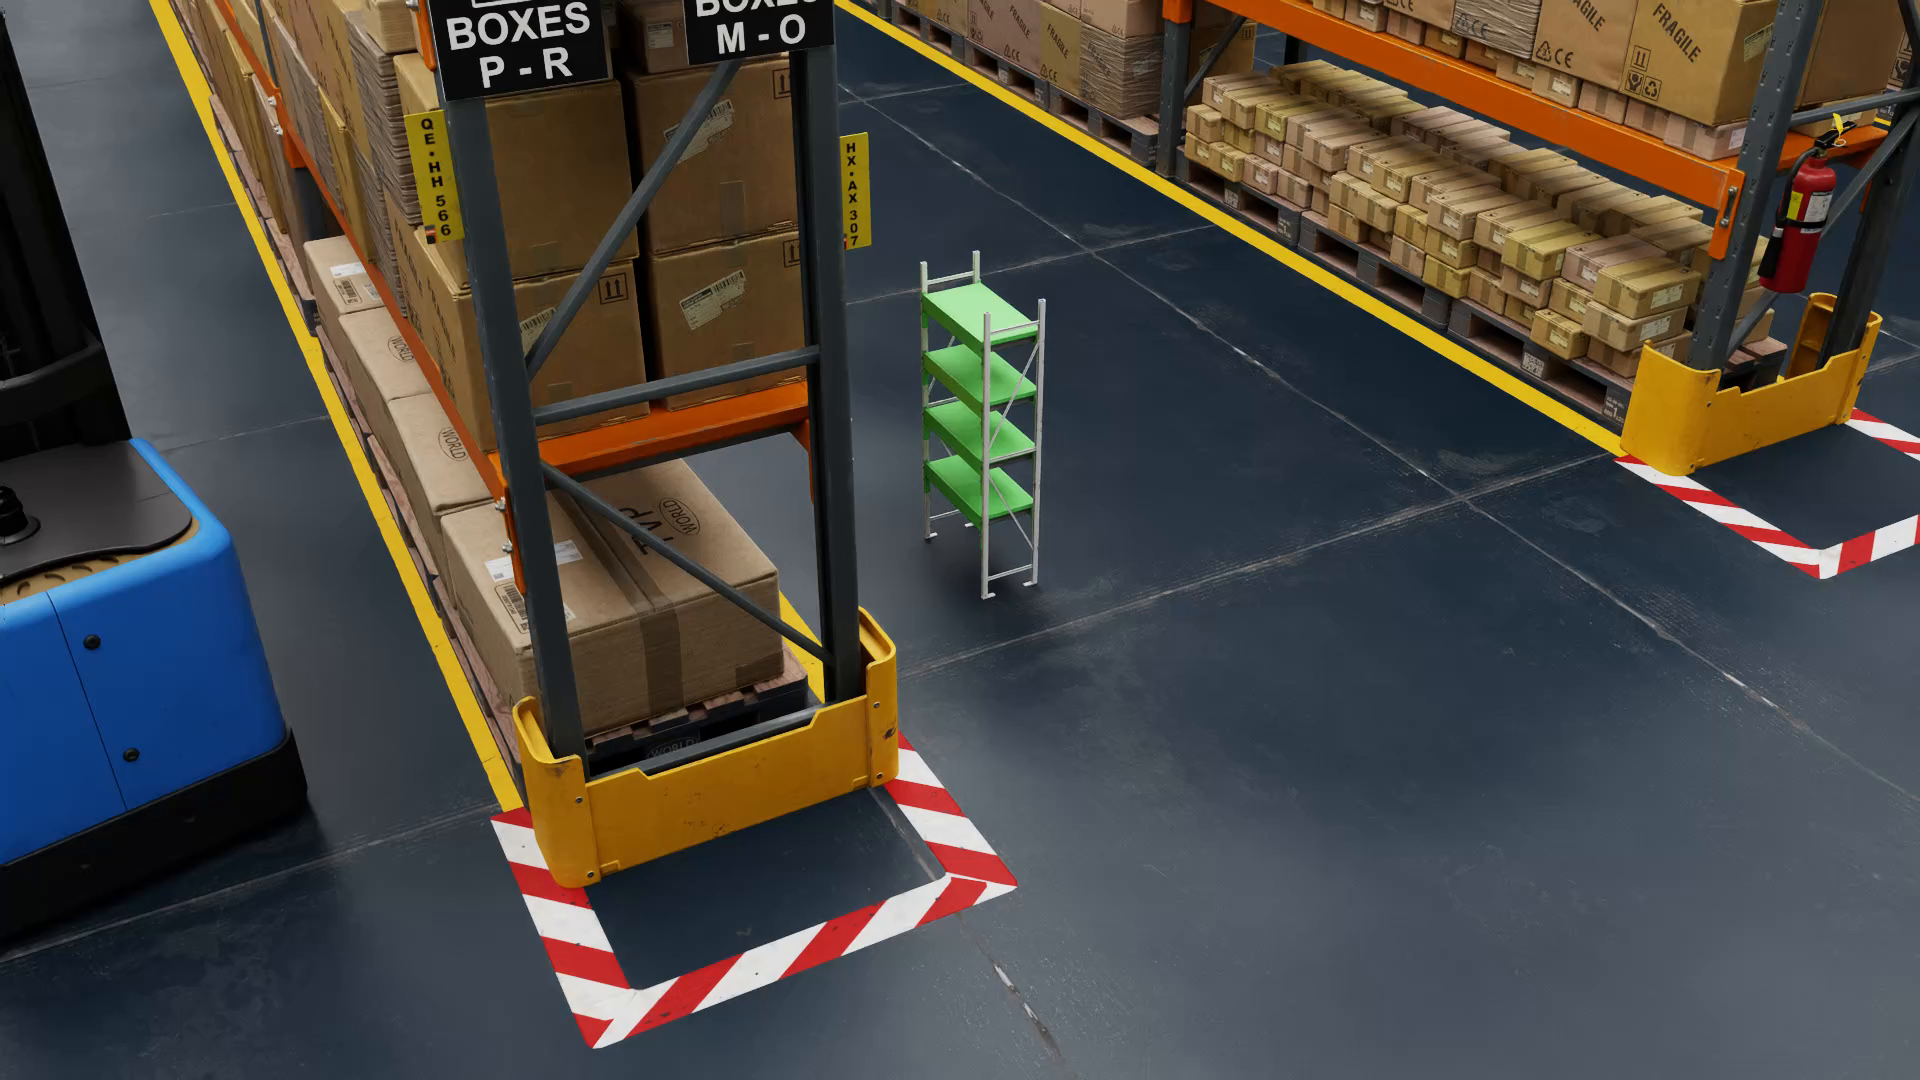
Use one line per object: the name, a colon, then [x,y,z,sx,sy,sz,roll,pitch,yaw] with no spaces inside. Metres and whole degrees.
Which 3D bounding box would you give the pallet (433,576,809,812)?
pallet: [-1.231,0.388,5.948,1.003,0.211,1.213,-16,36,-23]

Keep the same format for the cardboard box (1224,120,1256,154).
cardboard box: [1.761,-2.376,9.656,0.380,0.149,0.250,-16,36,-23]

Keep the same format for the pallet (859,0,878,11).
pallet: [-0.488,-4.756,13.978,1.003,0.211,1.213,-16,36,-23]

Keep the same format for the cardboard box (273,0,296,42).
cardboard box: [-2.416,-2.265,6.486,0.500,0.500,0.500,-16,36,-24]

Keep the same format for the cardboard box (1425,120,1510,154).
cardboard box: [2.747,-2.145,9.019,0.380,0.149,0.250,-17,36,-25]

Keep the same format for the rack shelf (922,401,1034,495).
rack shelf: [0.077,-0.372,6.338,0.258,0.148,0.480,-16,36,-23]

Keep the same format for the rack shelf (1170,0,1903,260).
rack shelf: [2.610,-2.369,8.334,1.077,0.370,4.000,-16,36,-23]

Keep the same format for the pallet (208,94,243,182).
pallet: [-4.218,-2.672,10.726,1.003,0.211,1.213,-16,36,-23]

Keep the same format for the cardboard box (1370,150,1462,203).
cardboard box: [2.361,-1.884,8.613,0.380,0.149,0.250,-16,36,-23]

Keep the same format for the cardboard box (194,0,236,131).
cardboard box: [-4.270,-3.173,10.503,0.875,0.875,0.875,-16,36,-24]

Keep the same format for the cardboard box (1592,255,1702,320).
cardboard box: [3.072,-1.133,7.440,0.380,0.149,0.250,-15,36,-23]

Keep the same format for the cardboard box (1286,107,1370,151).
cardboard box: [2.035,-2.263,9.204,0.380,0.149,0.250,-17,36,-24]

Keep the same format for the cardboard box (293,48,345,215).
cardboard box: [-2.210,-1.605,6.382,0.500,0.500,0.500,-16,36,-23]

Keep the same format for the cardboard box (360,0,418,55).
cardboard box: [-1.468,-1.498,4.687,0.380,0.149,0.250,-16,36,-24]

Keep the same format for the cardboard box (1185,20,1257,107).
cardboard box: [1.568,-3.170,10.845,0.500,0.500,0.500,-14,35,-21]

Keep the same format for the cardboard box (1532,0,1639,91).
cardboard box: [2.870,-2.281,7.162,0.500,0.500,0.500,-16,36,-24]

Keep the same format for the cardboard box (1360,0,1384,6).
cardboard box: [2.126,-3.010,8.299,0.500,0.500,0.500,-17,36,-24]

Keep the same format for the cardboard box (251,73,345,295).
cardboard box: [-3.014,-1.891,8.501,0.875,0.875,0.875,-15,35,-22]

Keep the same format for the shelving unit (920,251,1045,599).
shelving unit: [0.077,-0.426,6.303,0.258,1.200,0.503,-16,36,-23]

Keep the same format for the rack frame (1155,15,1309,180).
rack frame: [1.678,-3.626,9.629,1.000,3.000,0.127,-16,36,-23]

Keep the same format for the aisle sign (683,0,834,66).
aisle sign: [-0.499,-1.557,3.990,0.394,0.787,0.004,-16,36,-23]

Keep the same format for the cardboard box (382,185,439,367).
cardboard box: [-1.469,-0.873,5.239,0.500,0.500,0.500,-17,36,-24]

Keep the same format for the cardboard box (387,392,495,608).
cardboard box: [-1.619,-0.246,6.340,0.875,0.438,0.875,-15,36,-22]

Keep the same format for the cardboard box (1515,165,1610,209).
cardboard box: [3.050,-1.766,8.427,0.380,0.149,0.250,-14,35,-21]

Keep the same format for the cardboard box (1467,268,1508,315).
cardboard box: [2.730,-1.252,8.177,0.380,0.149,0.250,-15,36,-23]

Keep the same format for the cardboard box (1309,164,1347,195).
cardboard box: [2.137,-2.002,9.072,0.380,0.149,0.250,-14,35,-21]

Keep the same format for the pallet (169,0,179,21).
pallet: [-6.020,-4.605,13.743,1.003,0.211,1.213,-16,36,-23]

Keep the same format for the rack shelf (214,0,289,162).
rack shelf: [-3.587,-2.984,9.295,1.077,0.370,4.000,-16,36,-23]

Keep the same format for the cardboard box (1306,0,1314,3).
cardboard box: [1.999,-2.953,8.812,0.380,0.149,0.250,-18,37,-25]

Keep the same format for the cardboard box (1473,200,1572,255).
cardboard box: [2.708,-1.499,8.010,0.380,0.149,0.250,-17,37,-25]

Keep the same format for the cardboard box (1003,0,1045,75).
cardboard box: [0.636,-3.531,11.409,0.500,0.500,0.500,-17,36,-24]

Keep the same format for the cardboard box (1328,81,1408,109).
cardboard box: [2.351,-2.520,9.604,0.380,0.149,0.250,-16,36,-24]

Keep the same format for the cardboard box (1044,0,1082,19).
cardboard box: [0.879,-3.607,10.832,0.500,0.250,0.500,-14,35,-21]

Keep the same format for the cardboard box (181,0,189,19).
cardboard box: [-5.473,-4.298,12.724,0.950,0.372,0.625,-15,35,-22]

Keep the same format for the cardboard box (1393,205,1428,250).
cardboard box: [2.445,-1.617,8.472,0.380,0.149,0.250,-14,35,-21]

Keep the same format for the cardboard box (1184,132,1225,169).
cardboard box: [1.563,-2.348,9.888,0.380,0.149,0.250,-18,37,-25]

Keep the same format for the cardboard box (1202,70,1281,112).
cardboard box: [1.655,-2.637,9.787,0.380,0.149,0.250,-14,35,-21]

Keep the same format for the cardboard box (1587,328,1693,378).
cardboard box: [3.113,-0.892,7.616,0.380,0.149,0.250,-15,36,-22]

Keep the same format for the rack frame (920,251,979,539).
rack frame: [-0.037,-0.543,6.485,0.240,1.200,0.015,-16,36,-23]

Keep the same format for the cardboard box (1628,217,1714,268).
cardboard box: [3.364,-1.381,7.827,0.380,0.149,0.250,-15,36,-22]

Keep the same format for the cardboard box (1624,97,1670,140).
cardboard box: [3.058,-1.824,7.049,0.380,0.149,0.250,-16,36,-23]

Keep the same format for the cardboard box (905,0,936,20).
cardboard box: [-0.083,-4.258,12.543,0.500,0.500,0.500,-17,37,-25]

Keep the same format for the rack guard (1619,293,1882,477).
rack guard: [3.508,-0.701,7.381,1.175,0.500,0.348,-16,36,-23]

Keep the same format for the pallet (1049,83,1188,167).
pallet: [1.314,-2.823,10.961,1.003,0.211,1.213,-16,36,-23]

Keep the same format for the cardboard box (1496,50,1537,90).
cardboard box: [2.691,-2.189,7.619,0.380,0.149,0.250,-18,37,-25]

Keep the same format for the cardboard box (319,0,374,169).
cardboard box: [-1.722,-1.536,5.348,0.500,0.500,0.500,-16,36,-23]

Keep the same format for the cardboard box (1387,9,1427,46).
cardboard box: [2.344,-2.570,8.214,0.380,0.149,0.250,-14,35,-21]

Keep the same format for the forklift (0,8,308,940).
forklift: [-3.437,-0.785,5.258,1.130,2.935,3.031,-25,40,-33]

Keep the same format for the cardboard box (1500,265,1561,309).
cardboard box: [2.801,-1.247,7.893,0.380,0.149,0.250,-17,37,-25]

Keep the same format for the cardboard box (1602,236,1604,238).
cardboard box: [3.232,-1.523,8.324,0.380,0.149,0.250,-15,35,-22]

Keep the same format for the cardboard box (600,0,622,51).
cardboard box: [-0.895,-1.506,4.700,0.380,0.149,0.250,-15,36,-22]

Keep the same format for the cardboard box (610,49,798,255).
cardboard box: [-0.761,-1.188,4.804,0.500,0.500,0.500,-17,36,-24]

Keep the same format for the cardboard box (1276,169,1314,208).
cardboard box: [2.012,-2.007,9.355,0.380,0.149,0.250,-17,36,-24]

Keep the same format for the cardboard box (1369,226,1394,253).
cardboard box: [2.394,-1.633,8.772,0.380,0.149,0.250,-15,36,-22]

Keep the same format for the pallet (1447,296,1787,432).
pallet: [3.160,-0.976,8.078,1.003,0.211,1.213,-16,36,-23]

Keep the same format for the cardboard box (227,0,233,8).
cardboard box: [-3.541,-2.909,8.650,0.500,0.250,0.500,-17,36,-24]
